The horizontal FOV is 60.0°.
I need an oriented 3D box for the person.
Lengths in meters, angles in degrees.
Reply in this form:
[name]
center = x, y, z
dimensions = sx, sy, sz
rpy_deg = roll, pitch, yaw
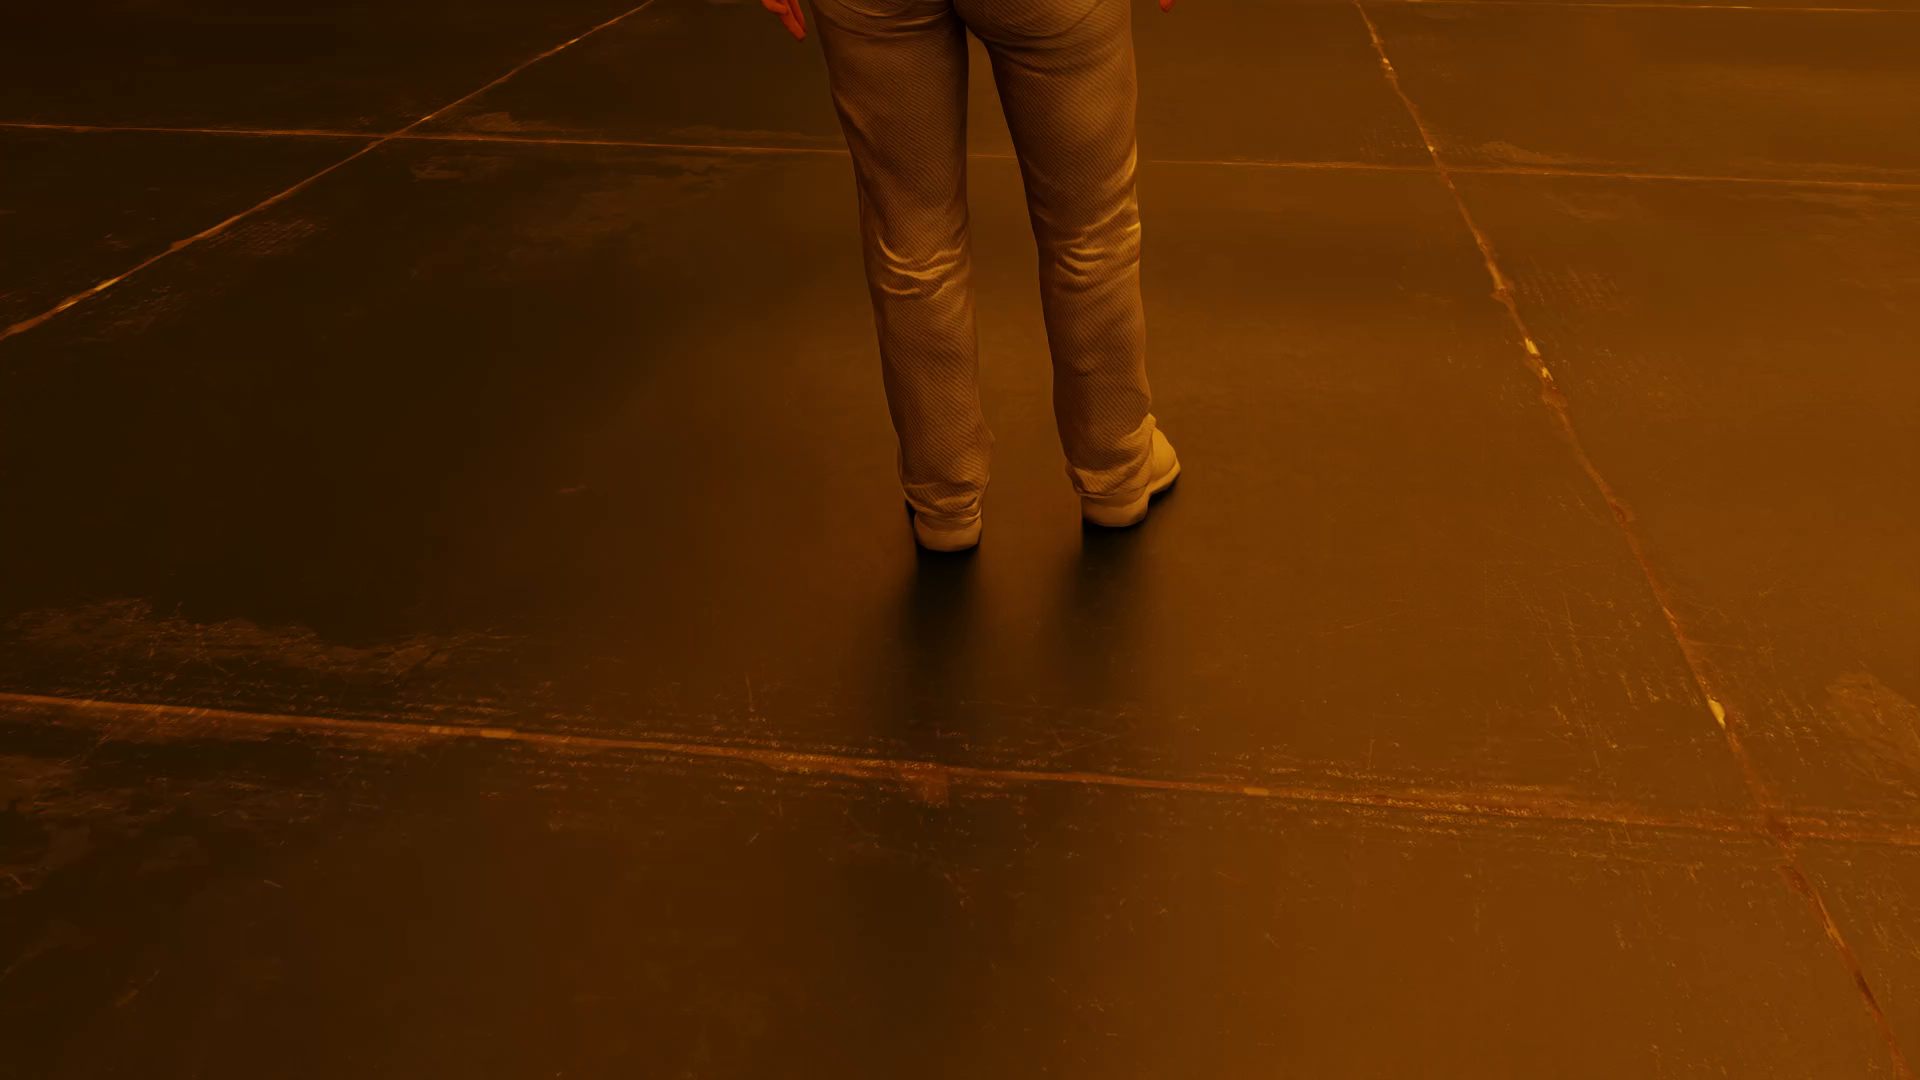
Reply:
[person]
center = 0.017, -0.827, 2.155
dimensions = 0.632, 1.773, 0.568
rpy_deg = 3, 27, 7
